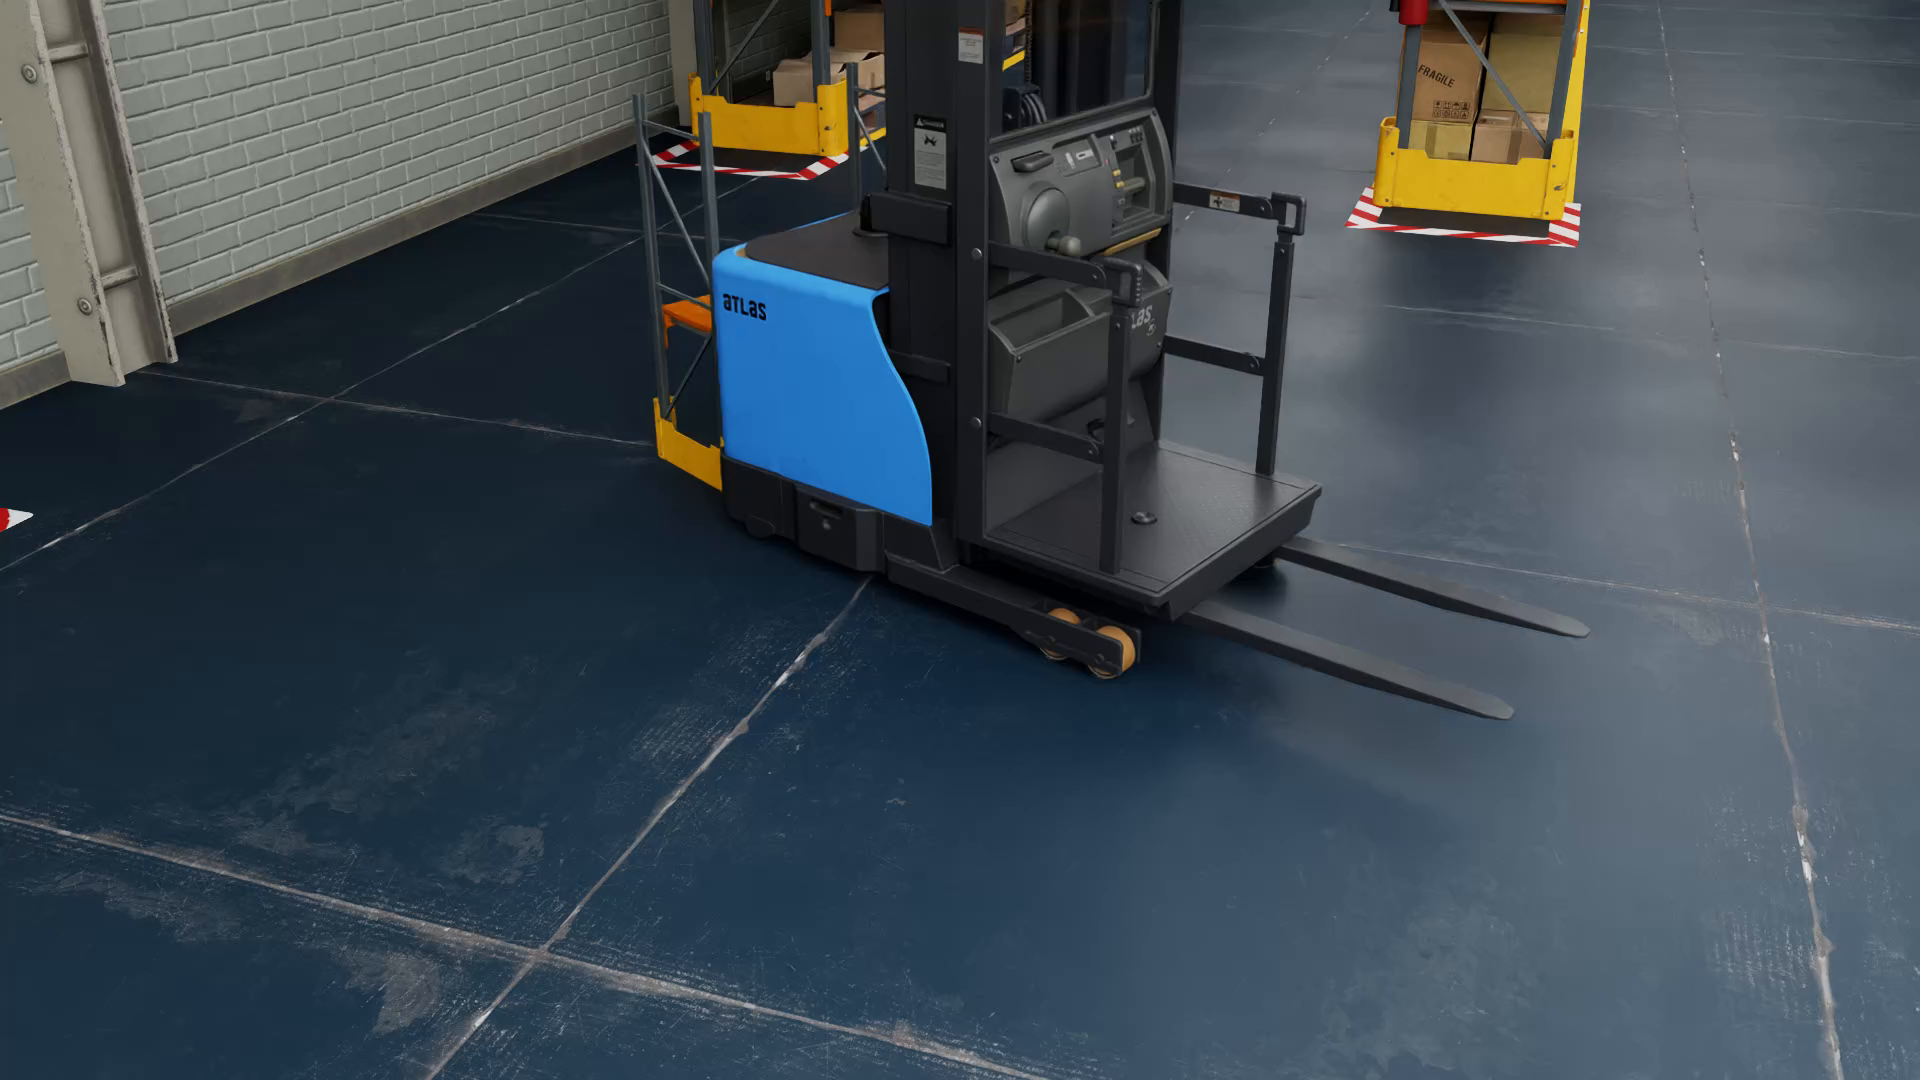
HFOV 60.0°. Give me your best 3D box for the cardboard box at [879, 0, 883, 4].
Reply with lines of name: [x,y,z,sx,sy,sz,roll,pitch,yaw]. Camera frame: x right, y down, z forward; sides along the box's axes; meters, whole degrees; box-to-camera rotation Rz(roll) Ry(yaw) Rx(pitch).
cardboard box: [-0.388,-4.501,14.468,0.500,0.500,0.500,7,27,14]

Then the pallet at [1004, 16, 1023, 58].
pallet: [0.177,-4.926,16.181,1.003,0.211,1.213,9,27,17]

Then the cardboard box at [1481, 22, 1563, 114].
cardboard box: [3.814,-3.183,11.194,0.500,0.500,0.500,9,27,17]

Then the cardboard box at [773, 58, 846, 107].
cardboard box: [-1.096,-3.476,12.567,0.500,0.311,0.500,6,26,12]

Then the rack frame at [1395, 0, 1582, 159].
rack frame: [3.261,-3.500,10.036,1.000,3.000,0.127,9,27,17]

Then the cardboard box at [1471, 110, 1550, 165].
cardboard box: [3.649,-2.639,10.933,0.500,0.250,0.500,9,27,17]

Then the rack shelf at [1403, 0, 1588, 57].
rack shelf: [3.927,-3.998,11.891,1.077,0.370,4.000,9,27,17]

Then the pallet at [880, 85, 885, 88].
pallet: [-0.675,-3.821,13.900,1.003,0.211,1.213,9,27,17]

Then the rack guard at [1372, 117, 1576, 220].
rack guard: [3.253,-2.365,10.561,1.175,0.500,0.348,9,27,17]

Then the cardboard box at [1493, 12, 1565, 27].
cardboard box: [3.968,-3.390,11.622,0.500,0.500,0.500,9,27,17]

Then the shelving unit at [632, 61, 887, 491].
shelving unit: [-0.679,-1.089,6.779,1.083,1.500,0.587,-21,33,-36]

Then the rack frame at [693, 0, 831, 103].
rack frame: [-1.411,-4.217,11.517,1.000,3.000,0.127,9,27,17]

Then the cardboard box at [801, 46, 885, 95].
cardboard box: [-0.907,-3.710,13.051,0.500,0.311,0.500,11,28,22]

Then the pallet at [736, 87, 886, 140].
pallet: [-1.082,-3.322,12.868,1.003,0.211,1.213,9,27,17]

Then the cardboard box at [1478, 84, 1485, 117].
cardboard box: [3.481,-3.127,11.941,0.500,0.250,0.500,9,27,17]

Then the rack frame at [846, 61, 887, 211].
rack frame: [-0.300,-1.231,7.072,0.032,1.500,0.500,-21,33,-36]

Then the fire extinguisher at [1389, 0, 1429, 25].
fire extinguisher: [2.784,-3.484,10.092,0.296,0.674,0.183,9,27,17]

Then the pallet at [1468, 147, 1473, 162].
pallet: [3.476,-2.565,11.306,1.003,0.211,1.213,9,27,17]

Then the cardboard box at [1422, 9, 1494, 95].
cardboard box: [3.478,-3.465,11.778,0.500,0.500,0.500,9,27,17]

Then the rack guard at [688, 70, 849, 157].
rack guard: [-1.386,-3.123,12.126,1.175,0.500,0.348,9,27,17]

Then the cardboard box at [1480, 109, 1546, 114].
cardboard box: [3.812,-2.845,11.358,0.500,0.250,0.500,9,27,17]

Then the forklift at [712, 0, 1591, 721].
forklift: [0.569,-1.136,5.233,3.031,2.935,1.130,19,32,34]

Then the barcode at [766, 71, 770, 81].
barcode: [-1.467,-3.545,12.700,0.001,0.075,0.075,9,27,17]

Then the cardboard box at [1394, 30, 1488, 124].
cardboard box: [3.159,-3.052,10.925,0.500,0.500,0.500,9,27,17]

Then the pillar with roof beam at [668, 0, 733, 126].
pillar with roof beam: [2.065,-6.706,9.773,9.100,9.000,0.400,9,27,17]

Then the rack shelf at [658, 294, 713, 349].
rack shelf: [-0.686,-0.925,6.852,1.000,0.185,0.538,-21,33,-36]

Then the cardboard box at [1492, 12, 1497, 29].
cardboard box: [3.646,-3.671,12.202,0.500,0.500,0.500,9,27,17]

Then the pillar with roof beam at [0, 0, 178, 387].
pillar with roof beam: [0.069,-4.240,4.681,9.100,9.000,0.400,9,27,17]

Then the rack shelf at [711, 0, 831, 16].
rack shelf: [-0.746,-4.715,13.371,1.077,0.370,4.000,9,27,17]

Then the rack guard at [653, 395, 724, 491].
rack guard: [-1.056,-0.385,6.759,0.087,0.250,0.587,-21,33,-36]

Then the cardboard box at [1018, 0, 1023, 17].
cardboard box: [0.274,-5.458,16.444,0.700,0.500,0.500,8,27,16]

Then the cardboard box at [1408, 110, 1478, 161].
cardboard box: [3.161,-2.715,11.088,0.500,0.250,0.500,9,27,17]

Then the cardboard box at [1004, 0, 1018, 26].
cardboard box: [0.149,-5.238,15.990,0.700,0.500,0.500,10,27,19]

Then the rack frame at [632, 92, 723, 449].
rack frame: [-1.071,-0.943,6.476,0.032,1.500,0.500,-21,33,-36]

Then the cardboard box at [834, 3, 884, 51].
cardboard box: [-0.615,-4.089,13.618,0.700,0.500,0.500,7,27,14]

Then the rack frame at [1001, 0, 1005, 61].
rack frame: [-0.080,-5.860,14.912,1.000,3.000,0.127,9,27,17]

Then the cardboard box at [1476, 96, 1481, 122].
cardboard box: [3.316,-2.922,11.516,0.500,0.250,0.500,9,27,17]

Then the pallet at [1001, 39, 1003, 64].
pallet: [-0.270,-4.324,14.939,1.003,0.211,1.213,9,27,17]
